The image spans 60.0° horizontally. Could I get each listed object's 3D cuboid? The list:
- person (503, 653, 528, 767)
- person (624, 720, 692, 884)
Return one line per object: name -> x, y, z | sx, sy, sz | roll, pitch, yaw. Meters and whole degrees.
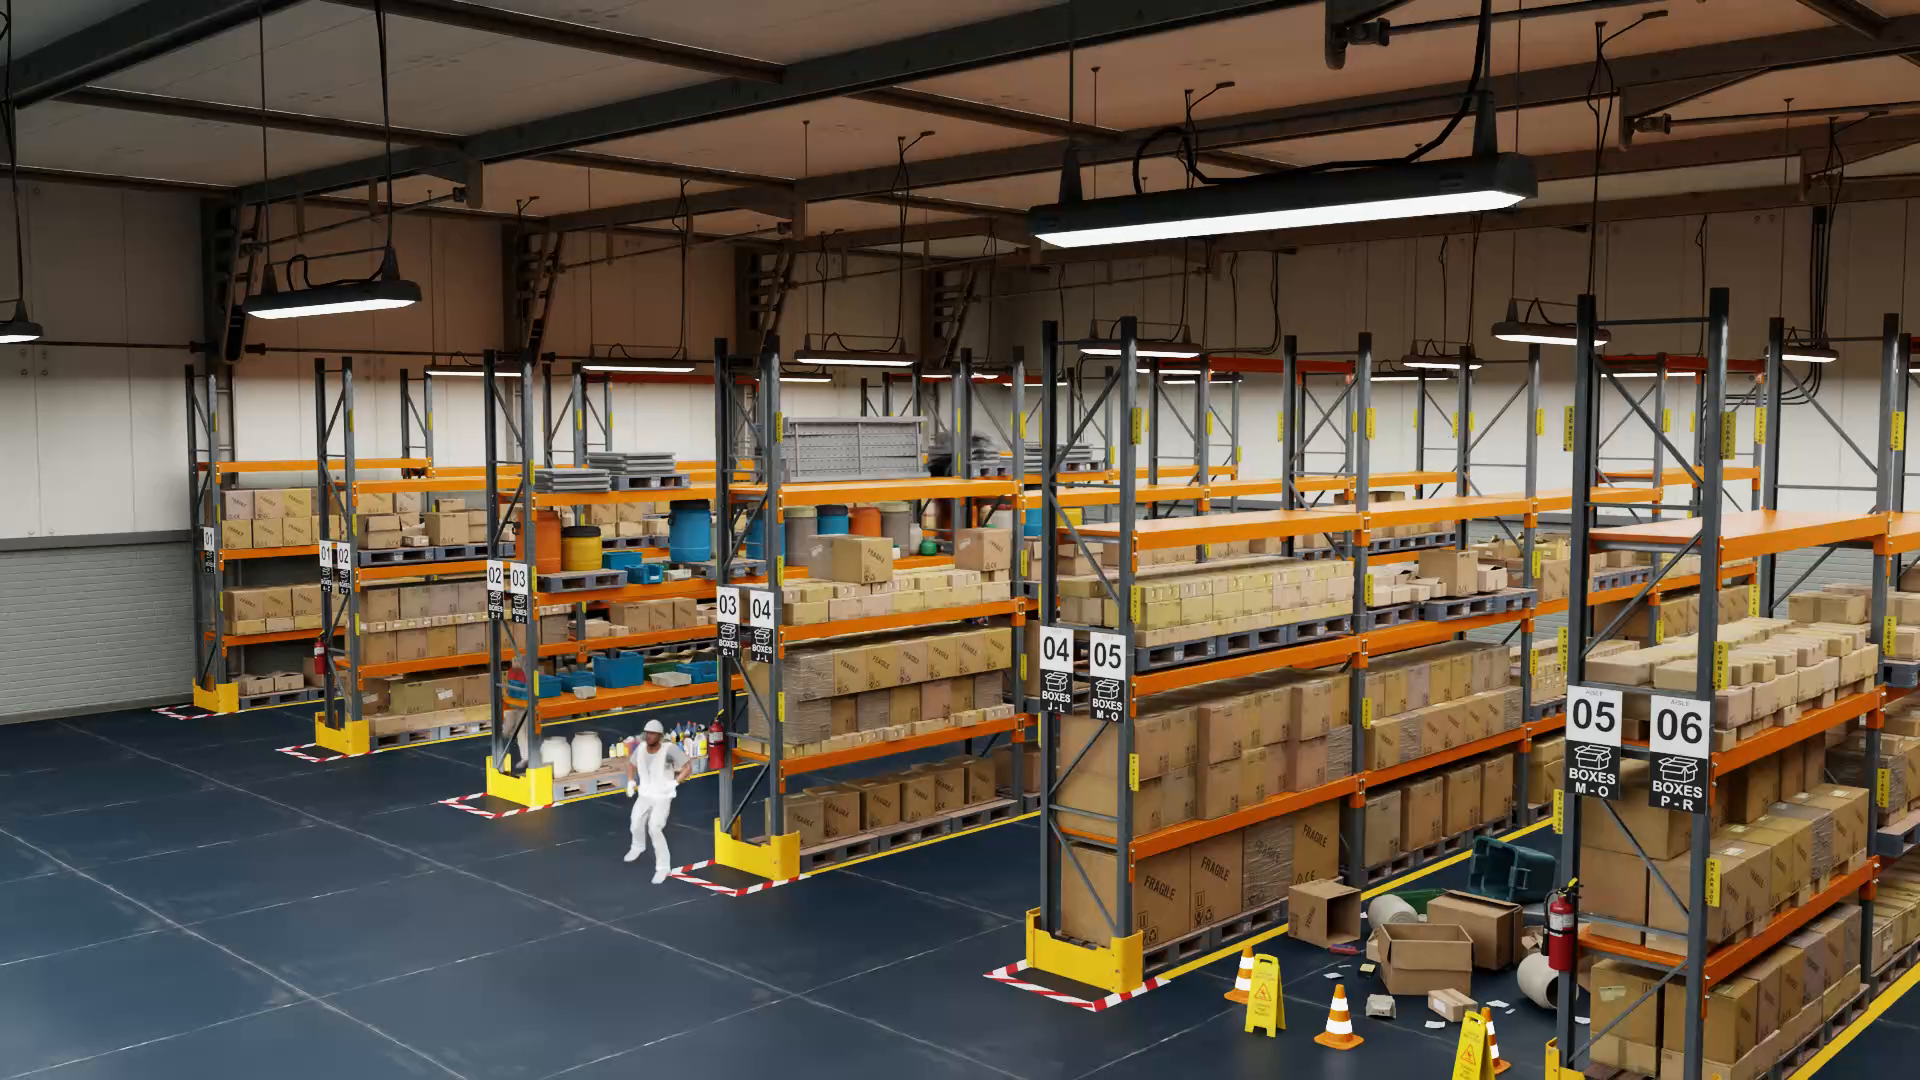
person -> -6.423, 2.479, 24.212 | 0.657, 1.679, 0.634 | 2, 5, 30
person -> -3.452, 2.879, 18.620 | 0.911, 1.775, 0.764 | 1, 5, 18
